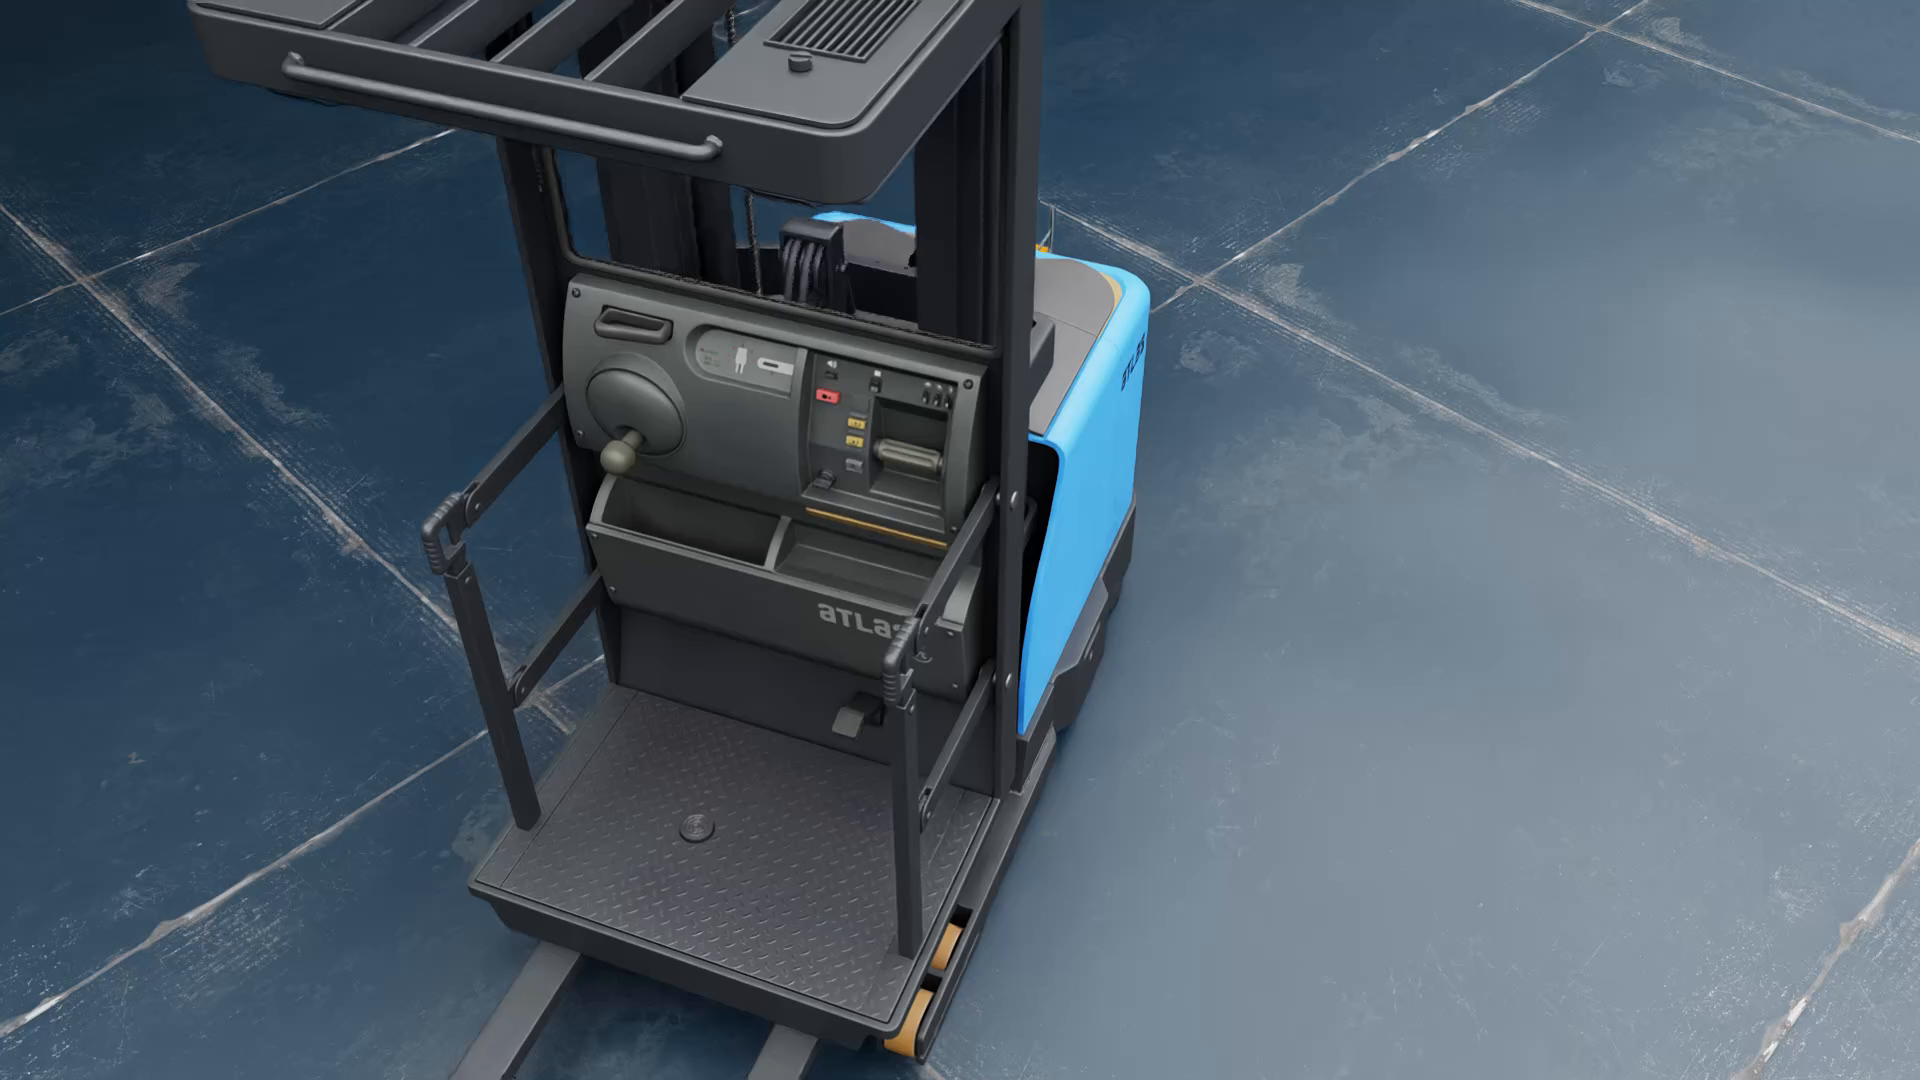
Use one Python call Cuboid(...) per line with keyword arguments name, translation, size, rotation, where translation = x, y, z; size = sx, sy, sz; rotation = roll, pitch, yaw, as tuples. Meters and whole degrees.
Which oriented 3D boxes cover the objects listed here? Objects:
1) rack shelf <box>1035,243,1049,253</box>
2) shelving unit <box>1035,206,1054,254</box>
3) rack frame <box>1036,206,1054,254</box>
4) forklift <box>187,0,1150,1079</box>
Cuboid(name="rack shelf", translation=(0.115, -0.732, 4.866), size=(0.240, 0.259, 0.215), rotation=(15, 45, 15))
Cuboid(name="shelving unit", translation=(0.115, -0.531, 5.051), size=(0.252, 1.050, 0.215), rotation=(15, 45, 15))
Cuboid(name="rack frame", translation=(0.229, -0.502, 5.019), size=(0.008, 1.050, 0.200), rotation=(15, 45, 15))
Cuboid(name="forklift", translation=(-0.478, -0.185, 3.291), size=(1.130, 2.935, 3.031), rotation=(15, 45, 15))
